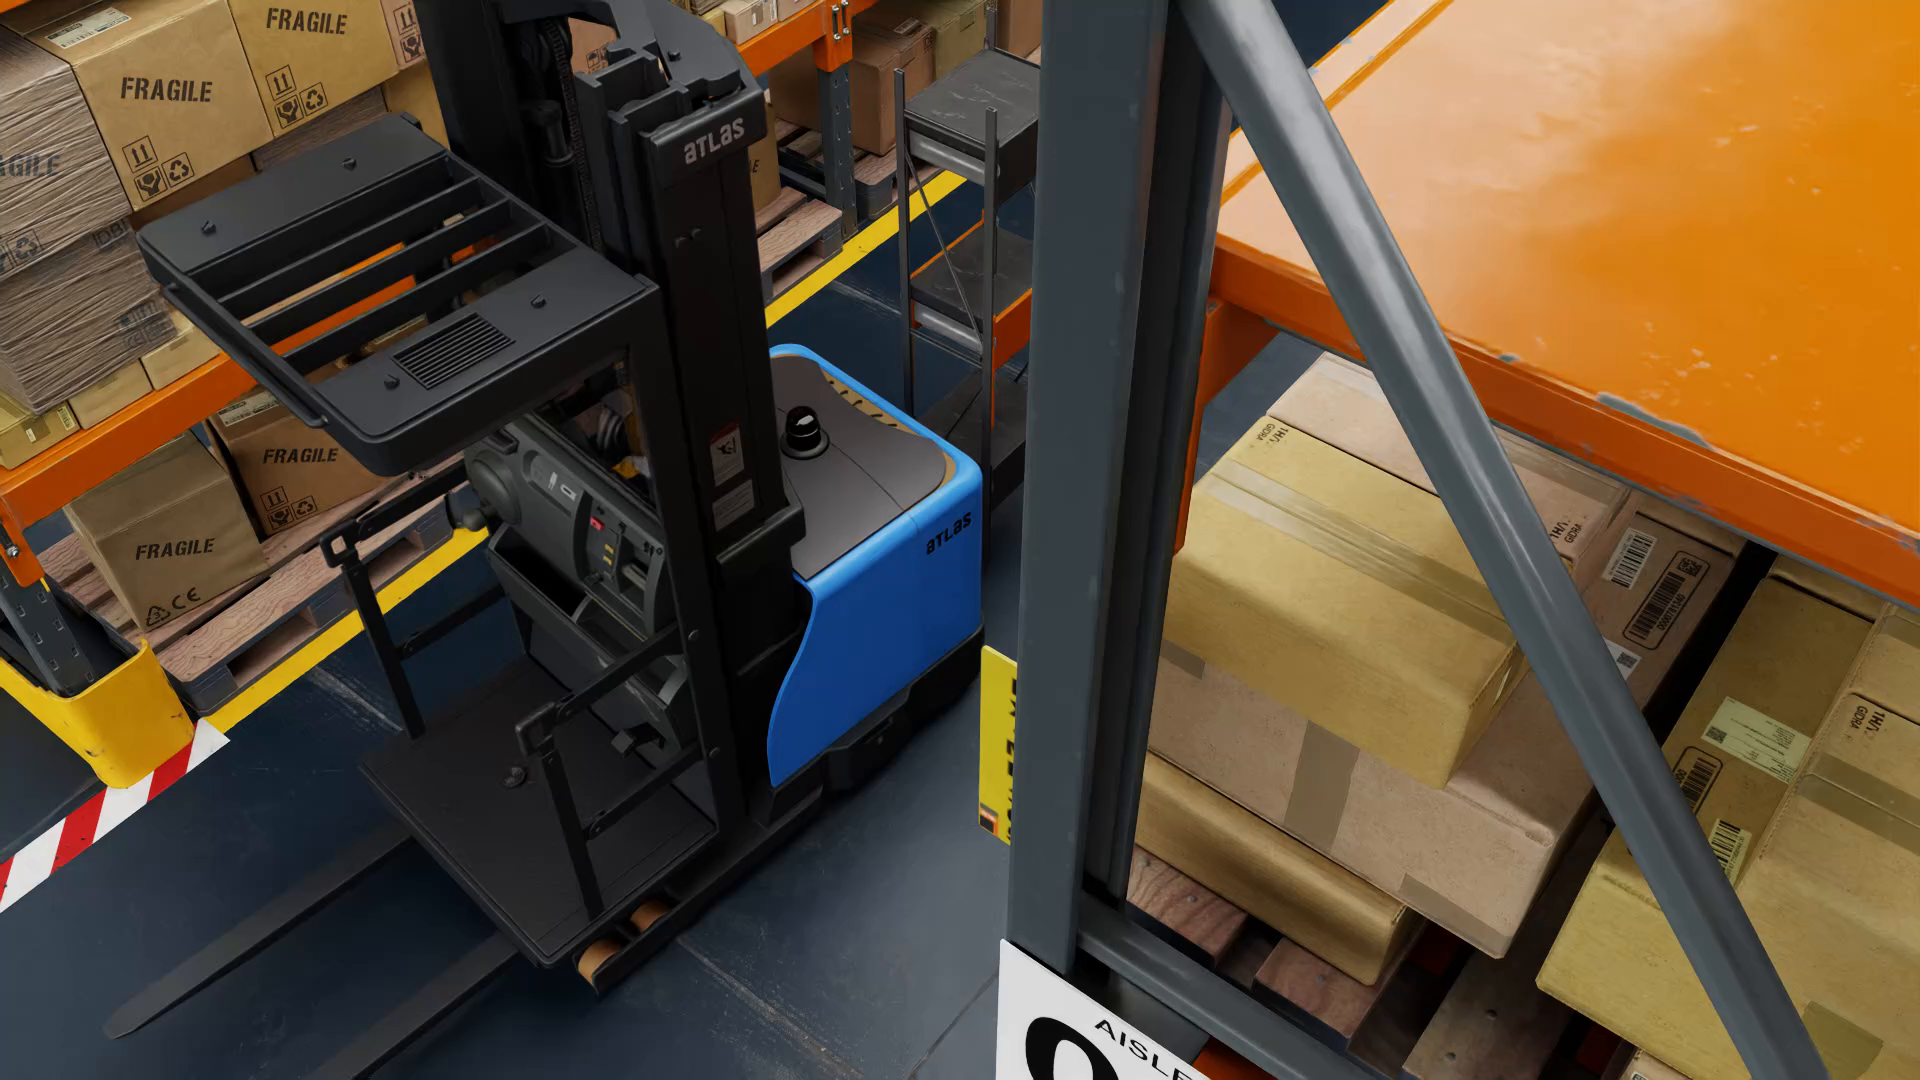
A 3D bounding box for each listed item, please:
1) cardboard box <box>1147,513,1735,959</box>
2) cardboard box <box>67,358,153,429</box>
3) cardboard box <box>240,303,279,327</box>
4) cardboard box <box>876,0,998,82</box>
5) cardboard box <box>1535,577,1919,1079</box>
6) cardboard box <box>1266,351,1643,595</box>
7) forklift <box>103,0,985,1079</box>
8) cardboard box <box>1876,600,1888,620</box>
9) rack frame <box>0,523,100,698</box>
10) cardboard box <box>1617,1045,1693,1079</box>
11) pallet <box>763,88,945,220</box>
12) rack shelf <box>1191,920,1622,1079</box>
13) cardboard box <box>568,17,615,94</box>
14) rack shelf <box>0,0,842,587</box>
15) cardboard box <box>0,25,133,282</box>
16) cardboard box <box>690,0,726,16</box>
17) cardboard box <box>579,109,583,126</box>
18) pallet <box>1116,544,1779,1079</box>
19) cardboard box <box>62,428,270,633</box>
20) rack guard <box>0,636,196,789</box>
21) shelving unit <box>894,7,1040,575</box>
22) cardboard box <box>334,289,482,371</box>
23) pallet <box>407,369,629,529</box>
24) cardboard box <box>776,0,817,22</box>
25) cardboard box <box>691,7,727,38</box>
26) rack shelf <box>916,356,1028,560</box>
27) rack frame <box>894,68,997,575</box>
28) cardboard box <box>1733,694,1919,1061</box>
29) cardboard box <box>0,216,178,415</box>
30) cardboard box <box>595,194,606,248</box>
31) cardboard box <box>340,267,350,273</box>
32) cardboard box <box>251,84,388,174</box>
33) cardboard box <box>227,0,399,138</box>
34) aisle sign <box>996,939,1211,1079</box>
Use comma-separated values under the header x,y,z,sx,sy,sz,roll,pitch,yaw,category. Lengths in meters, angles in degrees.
x,y,z,sx,sy,sz,roll,pitch,yaw,category
0.562,0.135,2.011,0.500,0.250,0.500,30,53,25,cardboard box
-2.848,-0.551,5.376,0.380,0.149,0.250,29,53,25,cardboard box
-2.547,-0.840,5.651,0.380,0.149,0.250,29,53,25,cardboard box
-0.235,-2.629,8.612,0.700,0.500,0.500,29,53,25,cardboard box
0.982,0.376,1.781,0.500,0.250,0.500,29,53,25,cardboard box
0.575,-0.084,1.944,0.380,0.149,0.250,29,53,25,cardboard box
-1.300,0.004,4.720,1.130,2.935,3.031,35,56,29,forklift
1.250,0.061,1.806,0.380,0.149,0.250,28,53,25,cardboard box
-3.379,-0.445,5.101,1.000,3.000,0.127,29,53,25,rack frame
0.947,0.622,1.821,0.380,0.149,0.250,30,53,25,cardboard box
-0.459,-2.217,8.722,1.003,0.211,1.213,29,53,25,pallet
1.707,-0.127,3.220,1.077,0.370,4.000,29,53,25,rack shelf
-1.817,-2.040,6.350,0.875,0.500,0.500,29,53,25,cardboard box
-2.157,-1.341,6.454,1.077,0.370,4.000,29,53,25,rack shelf
-2.827,-1.122,4.781,0.500,0.500,0.500,29,53,25,cardboard box
-1.258,-2.641,6.924,0.875,0.500,0.500,29,53,25,cardboard box
-1.636,-1.701,6.474,0.380,0.149,0.250,29,53,25,cardboard box
0.929,0.371,2.308,1.003,0.211,1.213,29,53,25,pallet
-2.984,-0.077,6.187,0.500,0.500,0.500,-33,54,-27,cardboard box
-3.333,0.375,6.046,1.175,0.500,0.348,29,53,25,rack guard
0.101,-0.820,6.081,0.431,2.100,0.503,29,53,25,shelving unit
-2.248,-0.784,6.863,0.500,0.500,0.500,34,55,28,cardboard box
-2.062,-0.670,7.244,1.003,0.211,1.213,29,53,25,pallet
-0.833,-2.394,7.137,0.380,0.149,0.250,29,53,25,cardboard box
-1.193,-2.139,6.893,0.380,0.149,0.250,29,53,25,cardboard box
0.101,-0.327,6.597,0.431,0.518,0.480,29,53,25,rack shelf
-0.048,-0.680,5.948,0.400,2.100,0.015,29,53,25,rack frame
0.940,0.351,1.529,0.380,0.149,0.250,30,53,25,cardboard box
-3.021,-0.885,5.246,0.875,0.500,0.500,29,53,25,cardboard box
-1.554,-1.474,7.521,0.500,0.500,0.500,-26,52,-23,cardboard box
-2.257,-1.134,5.933,0.380,0.149,0.250,29,53,25,cardboard box
-2.471,-1.491,5.825,0.875,0.500,0.500,29,53,25,cardboard box
-2.212,-1.692,5.326,0.500,0.500,0.500,29,53,25,cardboard box
0.203,0.815,2.099,0.394,0.787,0.004,29,53,25,aisle sign
